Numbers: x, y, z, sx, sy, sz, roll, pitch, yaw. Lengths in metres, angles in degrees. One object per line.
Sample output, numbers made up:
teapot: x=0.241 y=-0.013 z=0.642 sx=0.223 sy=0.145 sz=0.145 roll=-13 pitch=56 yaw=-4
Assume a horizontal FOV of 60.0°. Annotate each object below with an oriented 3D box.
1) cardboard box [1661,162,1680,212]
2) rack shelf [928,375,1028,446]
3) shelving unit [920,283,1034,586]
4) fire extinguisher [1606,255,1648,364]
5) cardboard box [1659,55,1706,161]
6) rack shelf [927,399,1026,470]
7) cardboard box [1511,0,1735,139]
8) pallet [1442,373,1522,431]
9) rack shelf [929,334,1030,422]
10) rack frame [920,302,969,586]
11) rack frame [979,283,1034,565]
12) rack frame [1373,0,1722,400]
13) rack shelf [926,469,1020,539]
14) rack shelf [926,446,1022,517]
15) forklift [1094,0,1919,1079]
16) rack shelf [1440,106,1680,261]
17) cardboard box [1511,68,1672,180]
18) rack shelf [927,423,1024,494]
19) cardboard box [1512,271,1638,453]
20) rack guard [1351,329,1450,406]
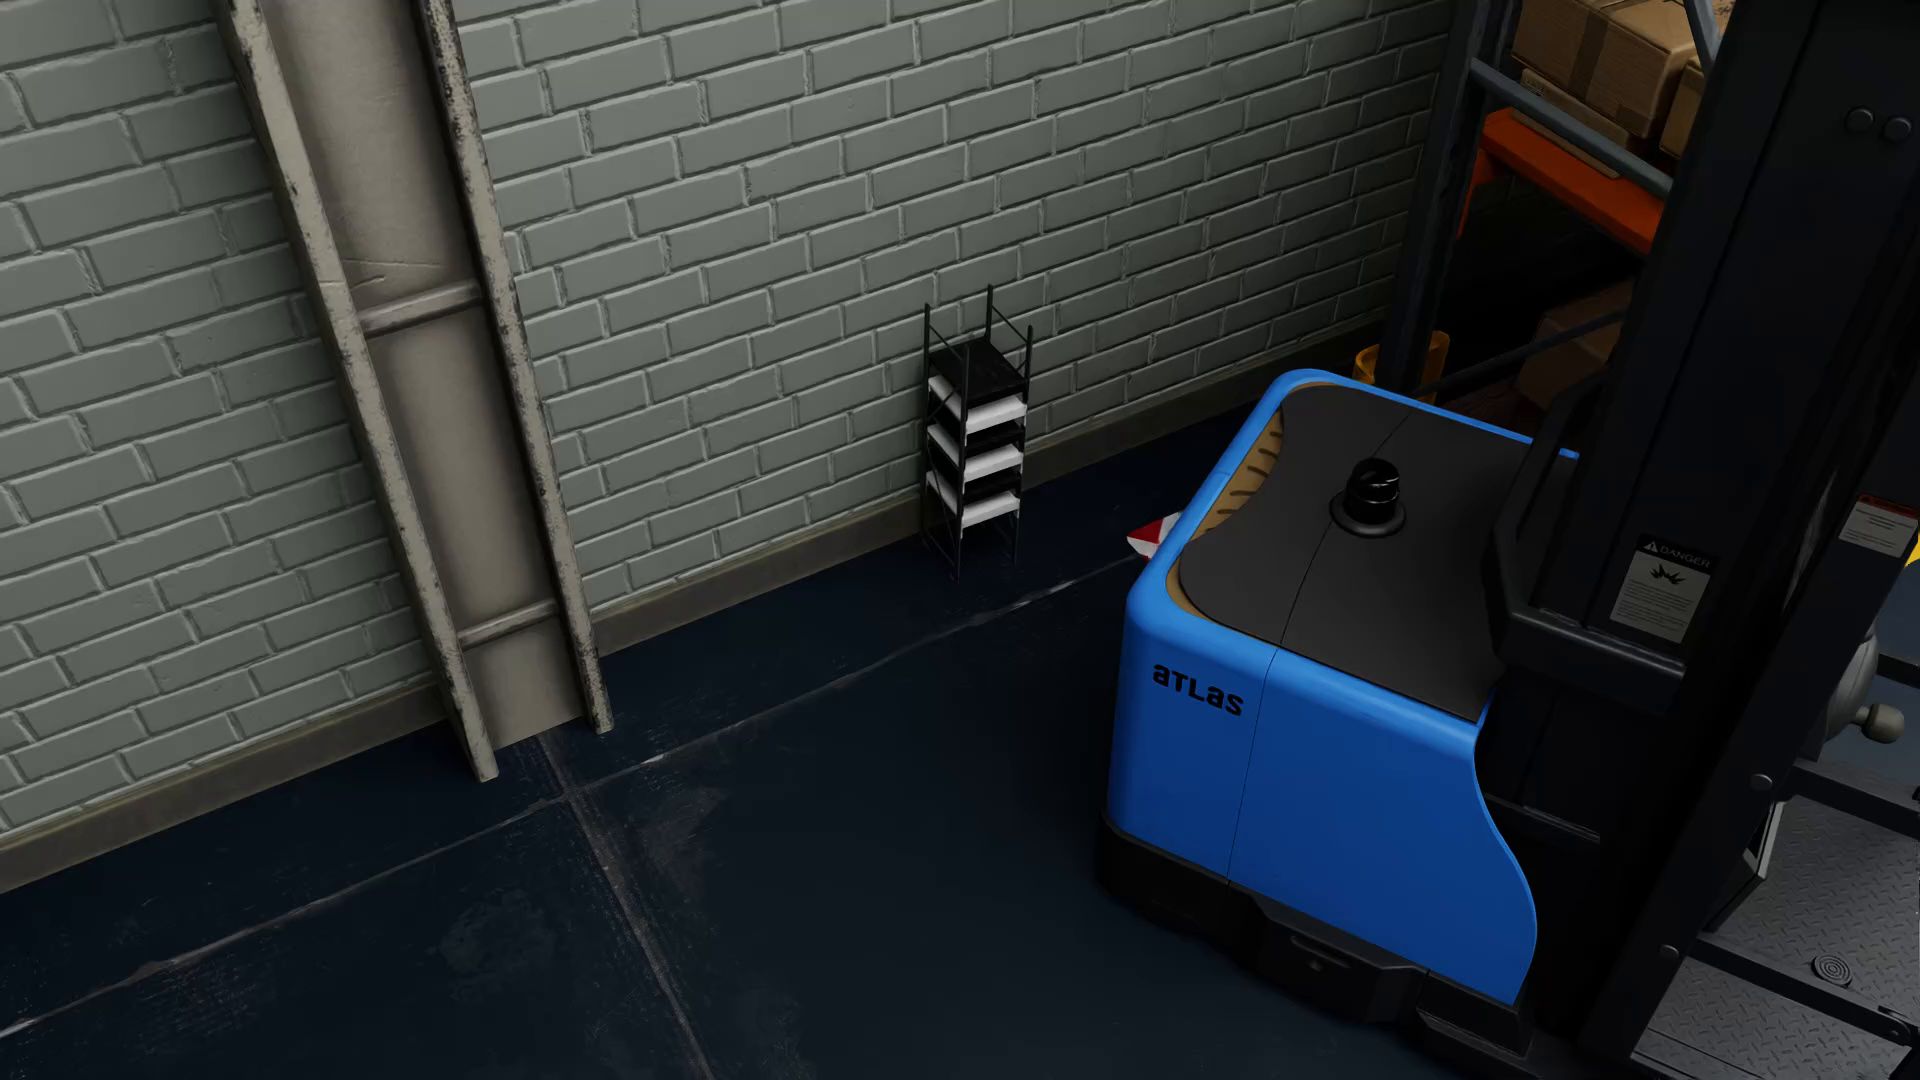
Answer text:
cardboard box: x=1.986 y=-0.820 z=4.121 sx=0.250 sy=0.149 sz=0.380 roll=-22 pitch=48 yaw=-21
rack shelf: x=0.042 y=-0.399 z=4.800 sx=0.200 sy=0.077 sz=0.258 roll=-20 pitch=48 yaw=-22
shelving unit: x=0.038 y=-0.292 z=4.900 sx=0.210 sy=0.900 sz=0.258 roll=-20 pitch=48 yaw=-22
fire extinguisher: x=1.667 y=-0.470 z=3.903 sx=0.183 sy=0.674 sz=0.296 roll=-22 pitch=48 yaw=-21
cardboard box: x=2.092 y=-1.009 z=4.030 sx=0.500 sy=0.250 sz=0.500 roll=-22 pitch=48 yaw=-21
rack shelf: x=0.040 y=-0.334 z=4.861 sx=0.200 sy=0.077 sz=0.258 roll=-20 pitch=48 yaw=-22
cardboard box: x=1.831 y=-1.334 z=4.365 sx=0.500 sy=0.250 sz=0.500 roll=-20 pitch=48 yaw=-20
pallet: x=2.321 y=-0.264 z=5.371 sx=1.213 sy=0.211 sz=1.003 roll=-22 pitch=48 yaw=-21
rack shelf: x=0.045 y=-0.465 z=4.738 sx=0.200 sy=0.077 sz=0.258 roll=-20 pitch=48 yaw=-22
rack frame: x=-0.051 y=-0.260 z=4.861 sx=0.006 sy=0.900 sz=0.240 roll=-20 pitch=48 yaw=-22
rack frame: x=0.126 y=-0.324 z=4.938 sx=0.006 sy=0.900 sz=0.240 roll=-20 pitch=48 yaw=-22
rack frame: x=1.564 y=-0.961 z=4.087 sx=0.127 sy=3.000 sz=1.000 roll=-22 pitch=48 yaw=-21
rack shelf: x=0.031 y=-0.137 z=5.045 sx=0.200 sy=0.077 sz=0.258 roll=-20 pitch=48 yaw=-22
rack shelf: x=0.034 y=-0.202 z=4.984 sx=0.200 sy=0.077 sz=0.258 roll=-20 pitch=48 yaw=-22
forklift: x=1.884 y=0.063 z=3.081 sx=3.031 sy=2.935 sz=1.130 roll=22 pitch=48 yaw=21
rack shelf: x=3.298 y=-1.397 z=5.052 sx=4.000 sy=0.370 sz=1.077 roll=-22 pitch=48 yaw=-21
cardboard box: x=1.718 y=-1.148 z=4.460 sx=0.250 sy=0.149 sz=0.380 roll=-22 pitch=48 yaw=-21
rack shelf: x=0.037 y=-0.268 z=4.923 sx=0.200 sy=0.077 sz=0.258 roll=-20 pitch=48 yaw=-22
cardboard box: x=2.142 y=-0.371 z=4.970 sx=0.637 sy=0.503 sz=0.797 roll=-24 pitch=49 yaw=-22
rack guard: x=1.630 y=-0.091 z=4.985 sx=0.348 sy=0.500 sz=1.175 roll=-22 pitch=48 yaw=-21
